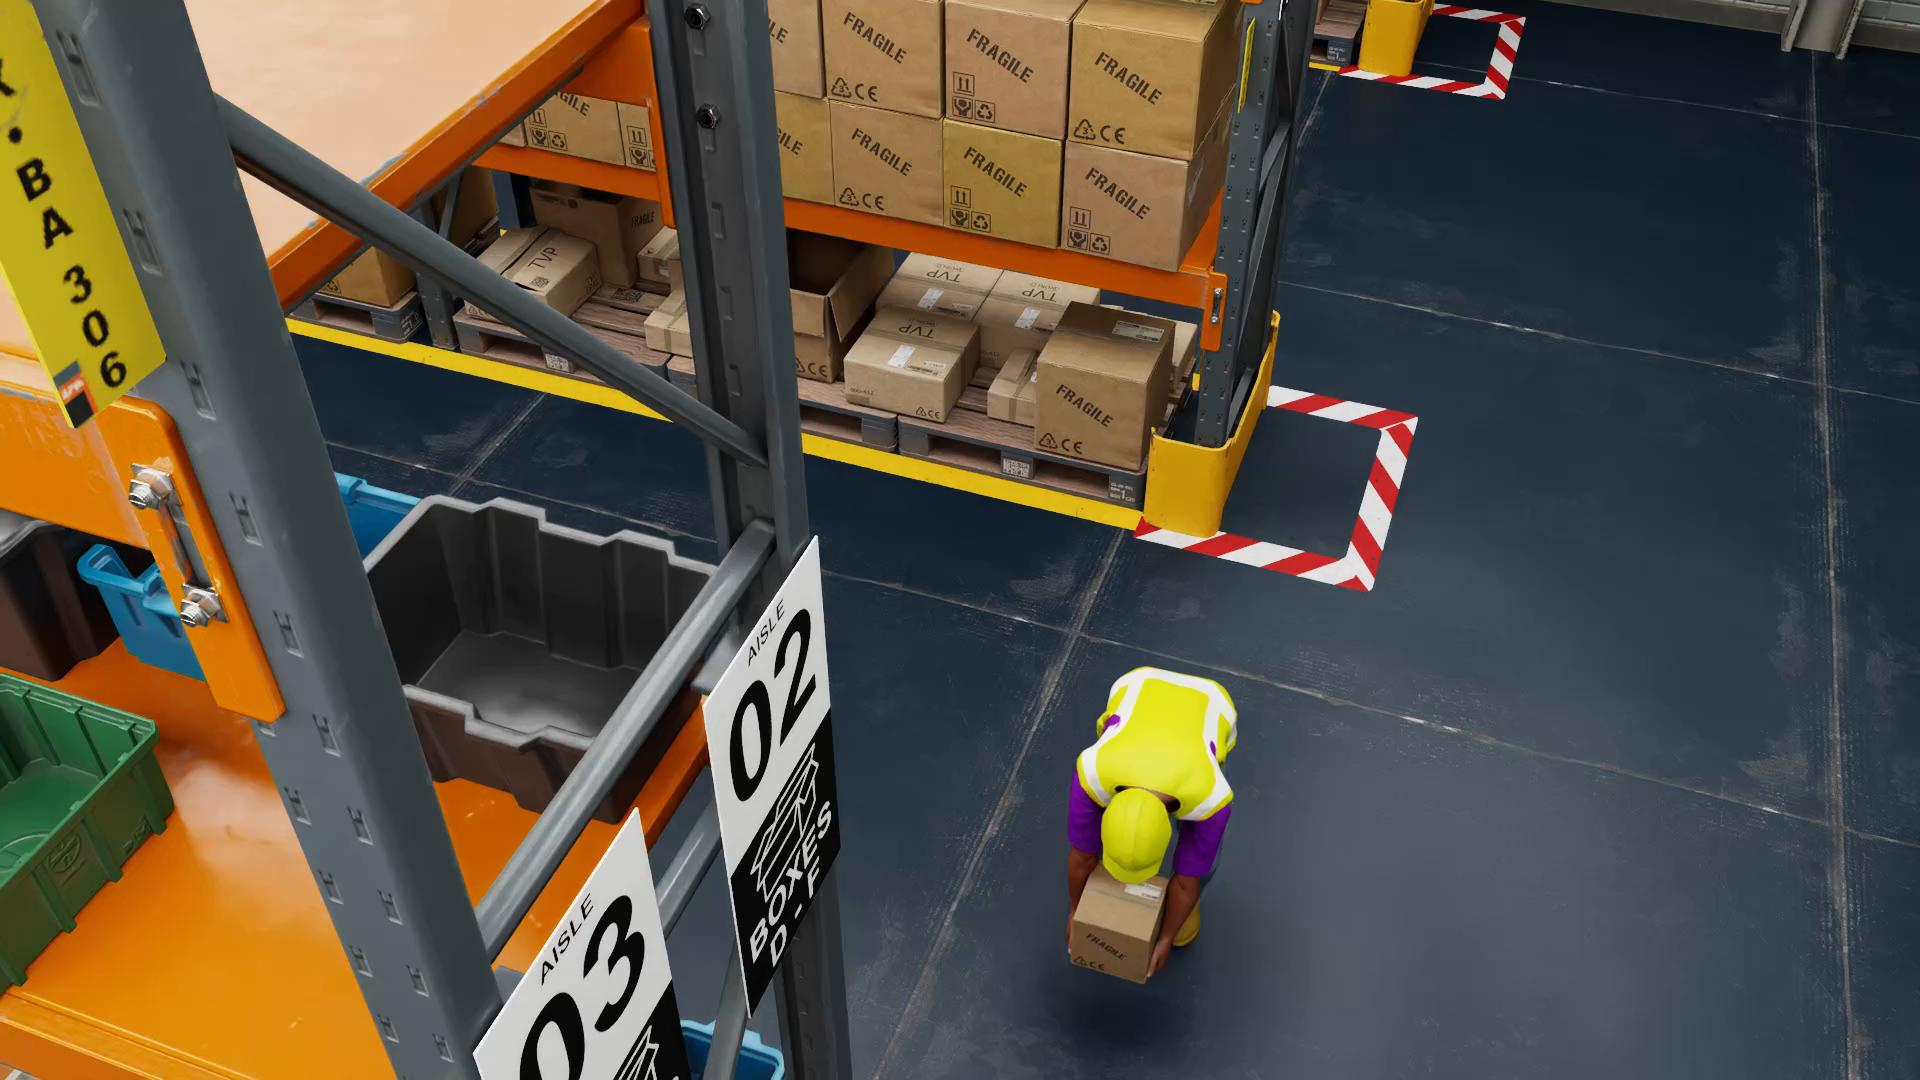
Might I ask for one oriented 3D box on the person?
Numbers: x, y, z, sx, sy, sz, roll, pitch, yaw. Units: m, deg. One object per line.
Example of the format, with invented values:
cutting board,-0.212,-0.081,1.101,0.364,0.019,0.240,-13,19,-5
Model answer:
person,-6.817,-0.187,6.792,15.759,1.186,2.032,12,43,13
